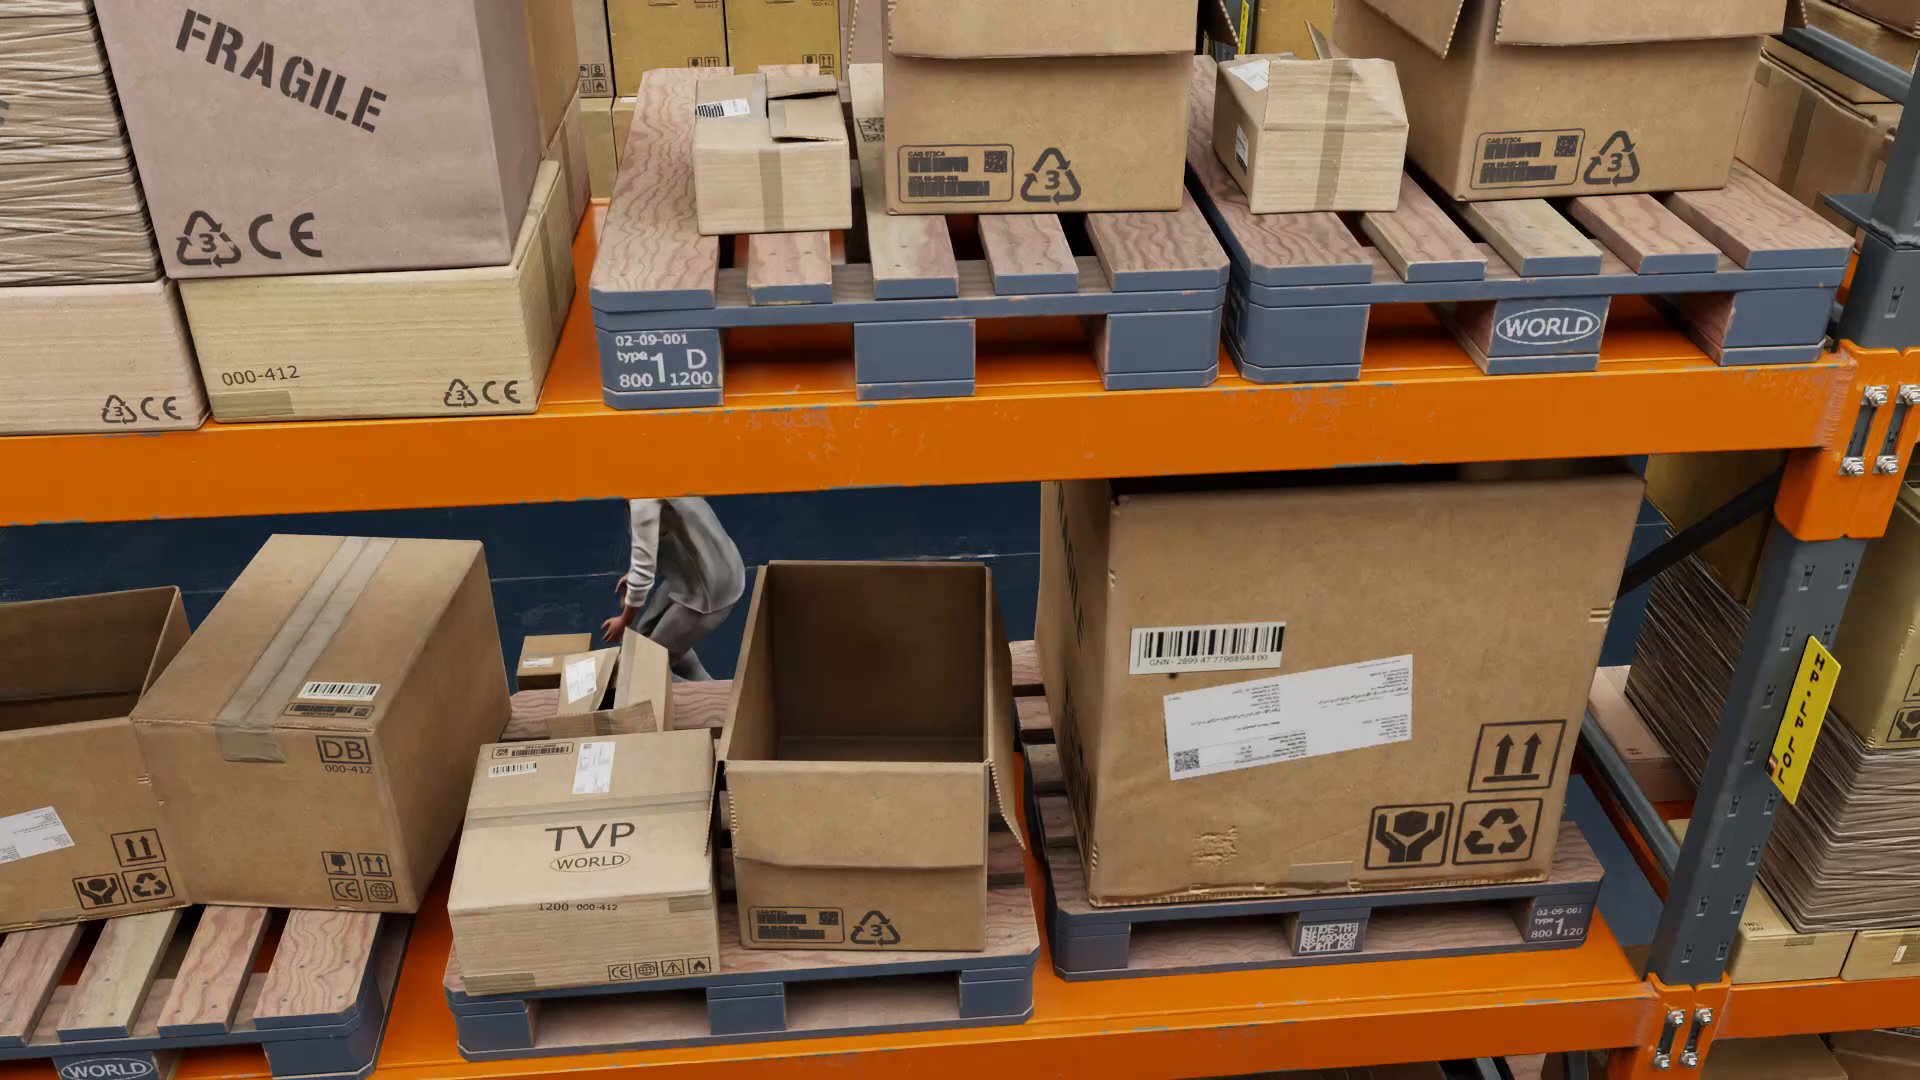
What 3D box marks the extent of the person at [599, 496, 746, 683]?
[{"bbox_3d":[-1.053,0.166,5.992,0.560,1.332,0.439,-2,32,-4],"label":"person"}]
